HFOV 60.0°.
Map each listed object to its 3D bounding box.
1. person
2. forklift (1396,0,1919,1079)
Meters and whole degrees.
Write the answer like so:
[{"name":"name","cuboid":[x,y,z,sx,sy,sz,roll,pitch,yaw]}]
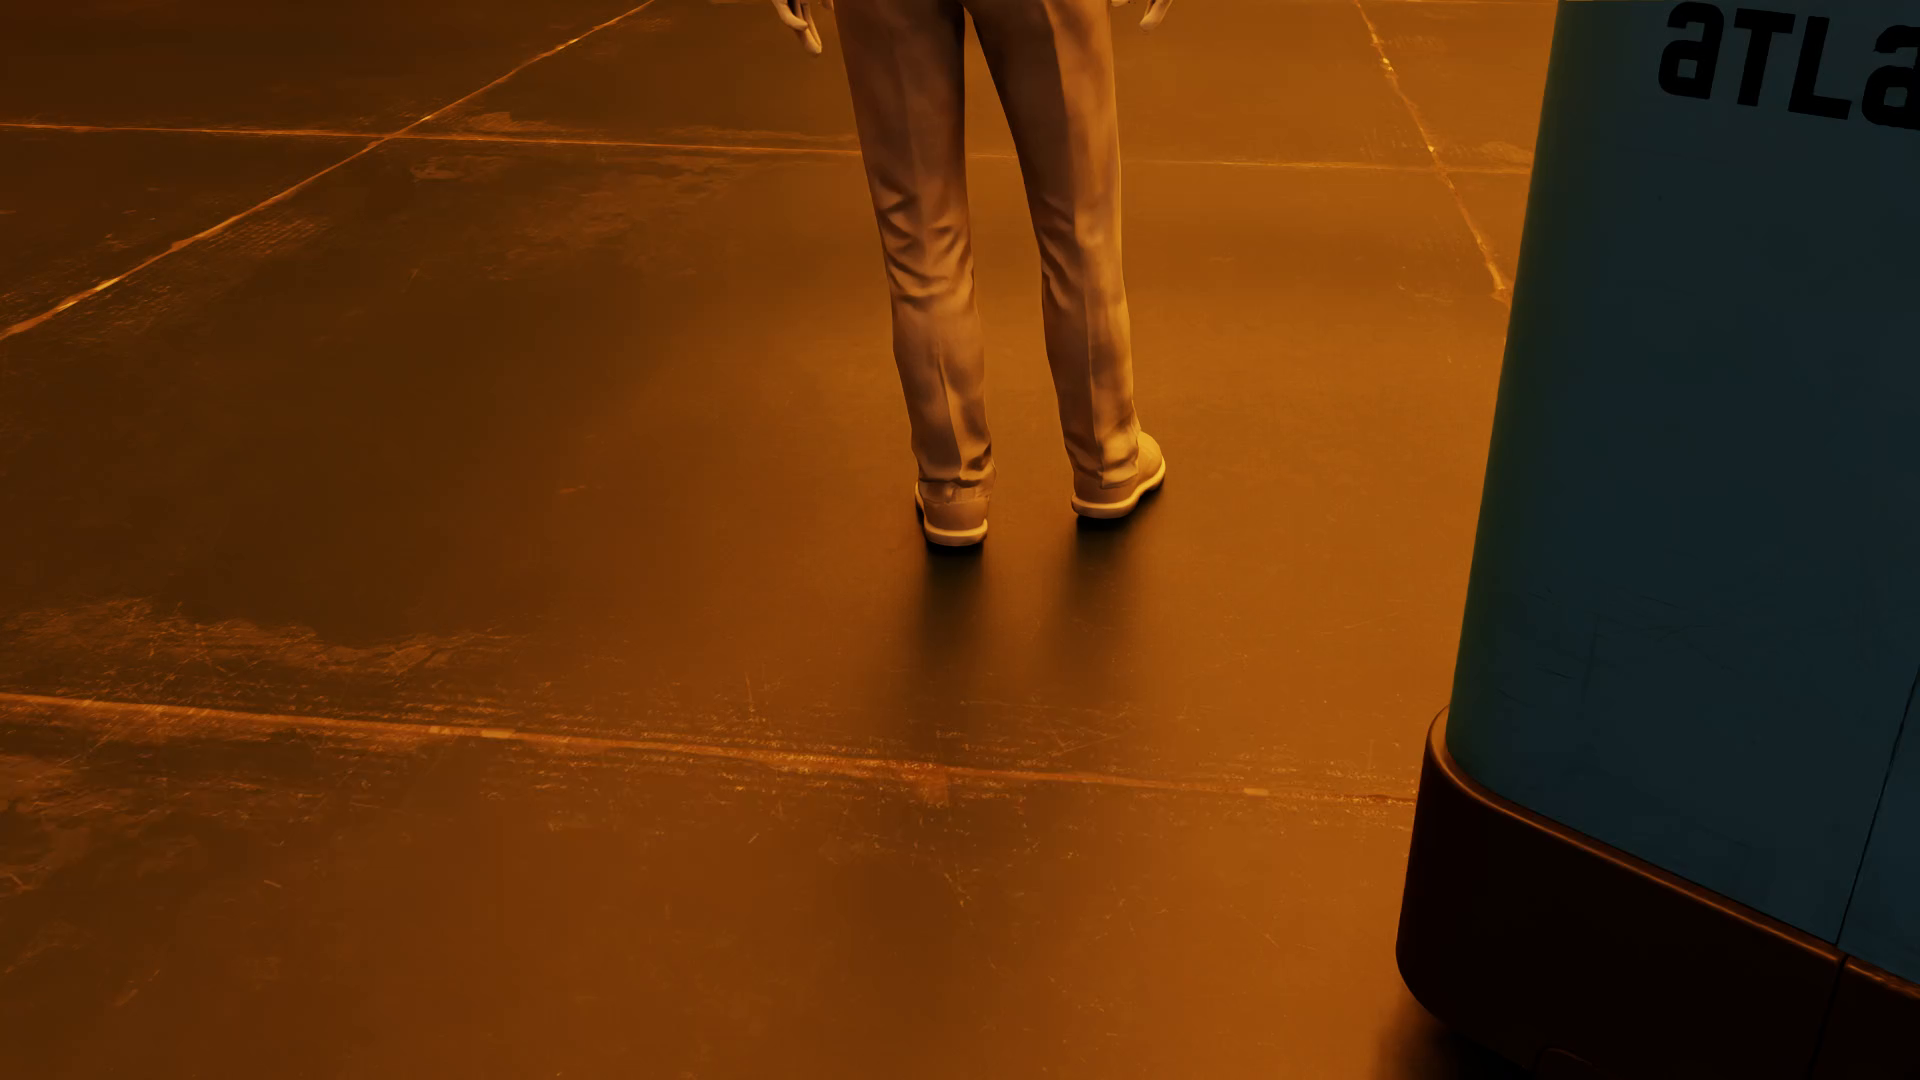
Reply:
[{"name":"person","cuboid":[0.015,-0.794,2.178,0.588,1.695,0.531,3,27,7]},{"name":"forklift","cuboid":[1.811,-0.542,0.303,3.031,2.935,1.130,24,35,39]}]
